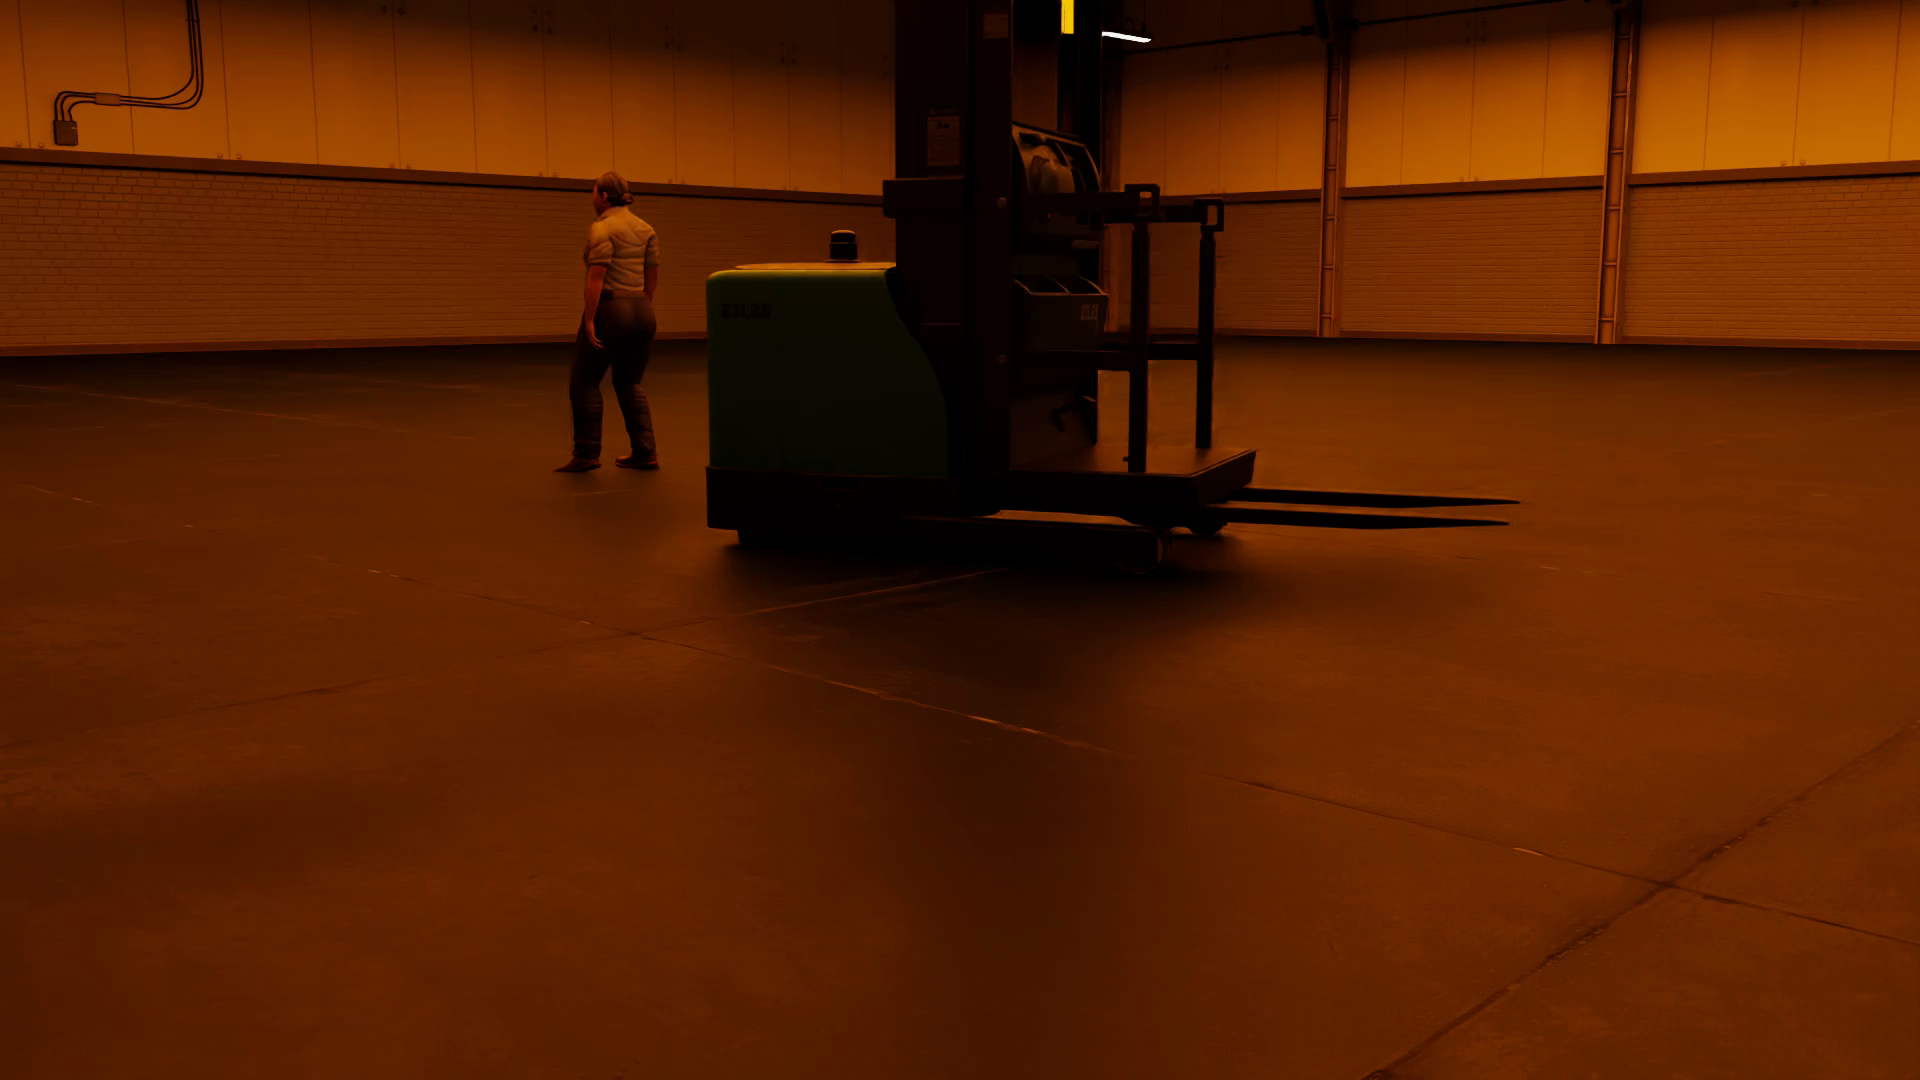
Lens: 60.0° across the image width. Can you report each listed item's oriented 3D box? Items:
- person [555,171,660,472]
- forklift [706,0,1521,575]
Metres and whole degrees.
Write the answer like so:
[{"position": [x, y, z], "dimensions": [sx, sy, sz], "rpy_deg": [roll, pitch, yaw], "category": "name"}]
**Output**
[{"position": [-1.964, -1.194, 9.282], "dimensions": [0.475, 1.684, 0.556], "rpy_deg": [5, 10, 32], "category": "person"}, {"position": [0.565, -1.416, 6.275], "dimensions": [3.031, 2.935, 1.130], "rpy_deg": [3, 9, 22], "category": "forklift"}]
